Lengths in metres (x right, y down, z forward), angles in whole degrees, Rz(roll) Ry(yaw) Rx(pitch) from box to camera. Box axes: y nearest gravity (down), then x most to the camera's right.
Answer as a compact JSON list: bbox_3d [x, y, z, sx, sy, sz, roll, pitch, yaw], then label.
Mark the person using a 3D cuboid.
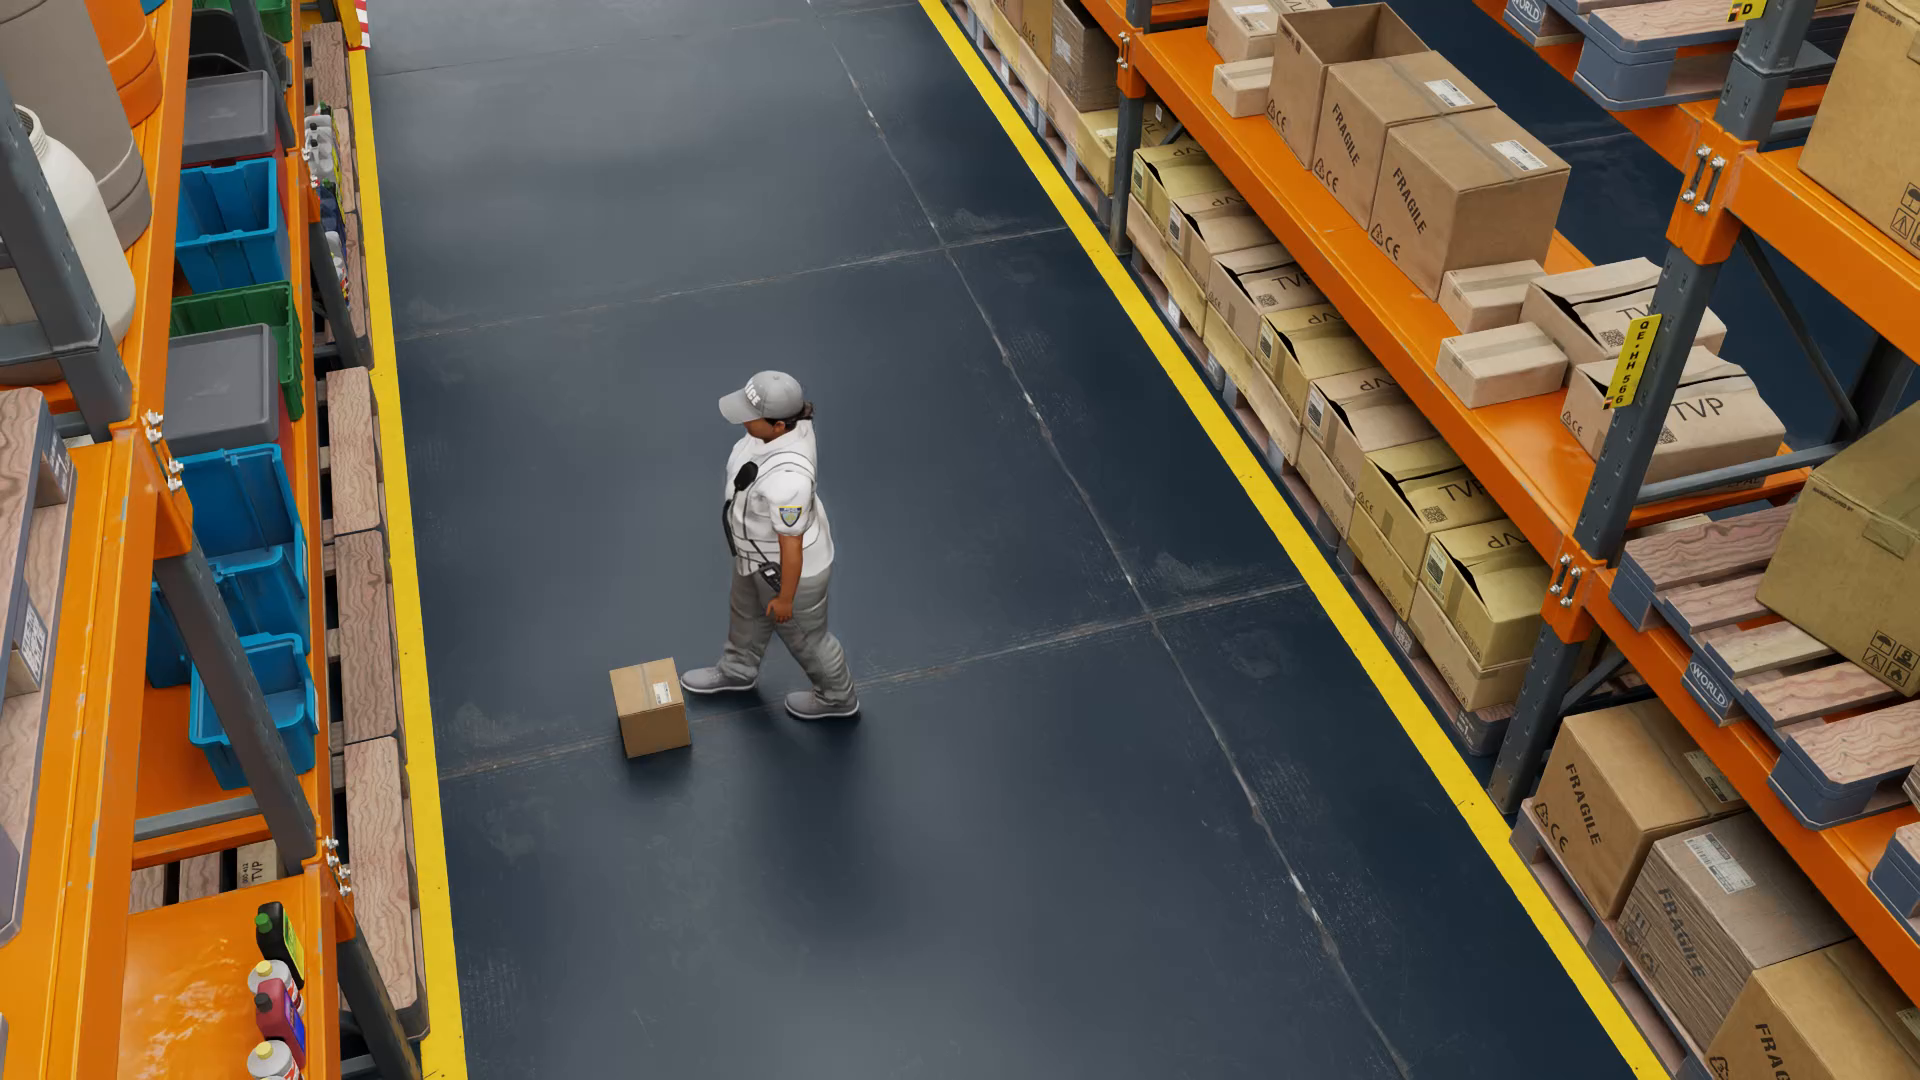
[{"bbox_3d":[-0.757,0.065,6.087,0.702,1.647,0.487,-5,43,-6],"label":"person"}]
